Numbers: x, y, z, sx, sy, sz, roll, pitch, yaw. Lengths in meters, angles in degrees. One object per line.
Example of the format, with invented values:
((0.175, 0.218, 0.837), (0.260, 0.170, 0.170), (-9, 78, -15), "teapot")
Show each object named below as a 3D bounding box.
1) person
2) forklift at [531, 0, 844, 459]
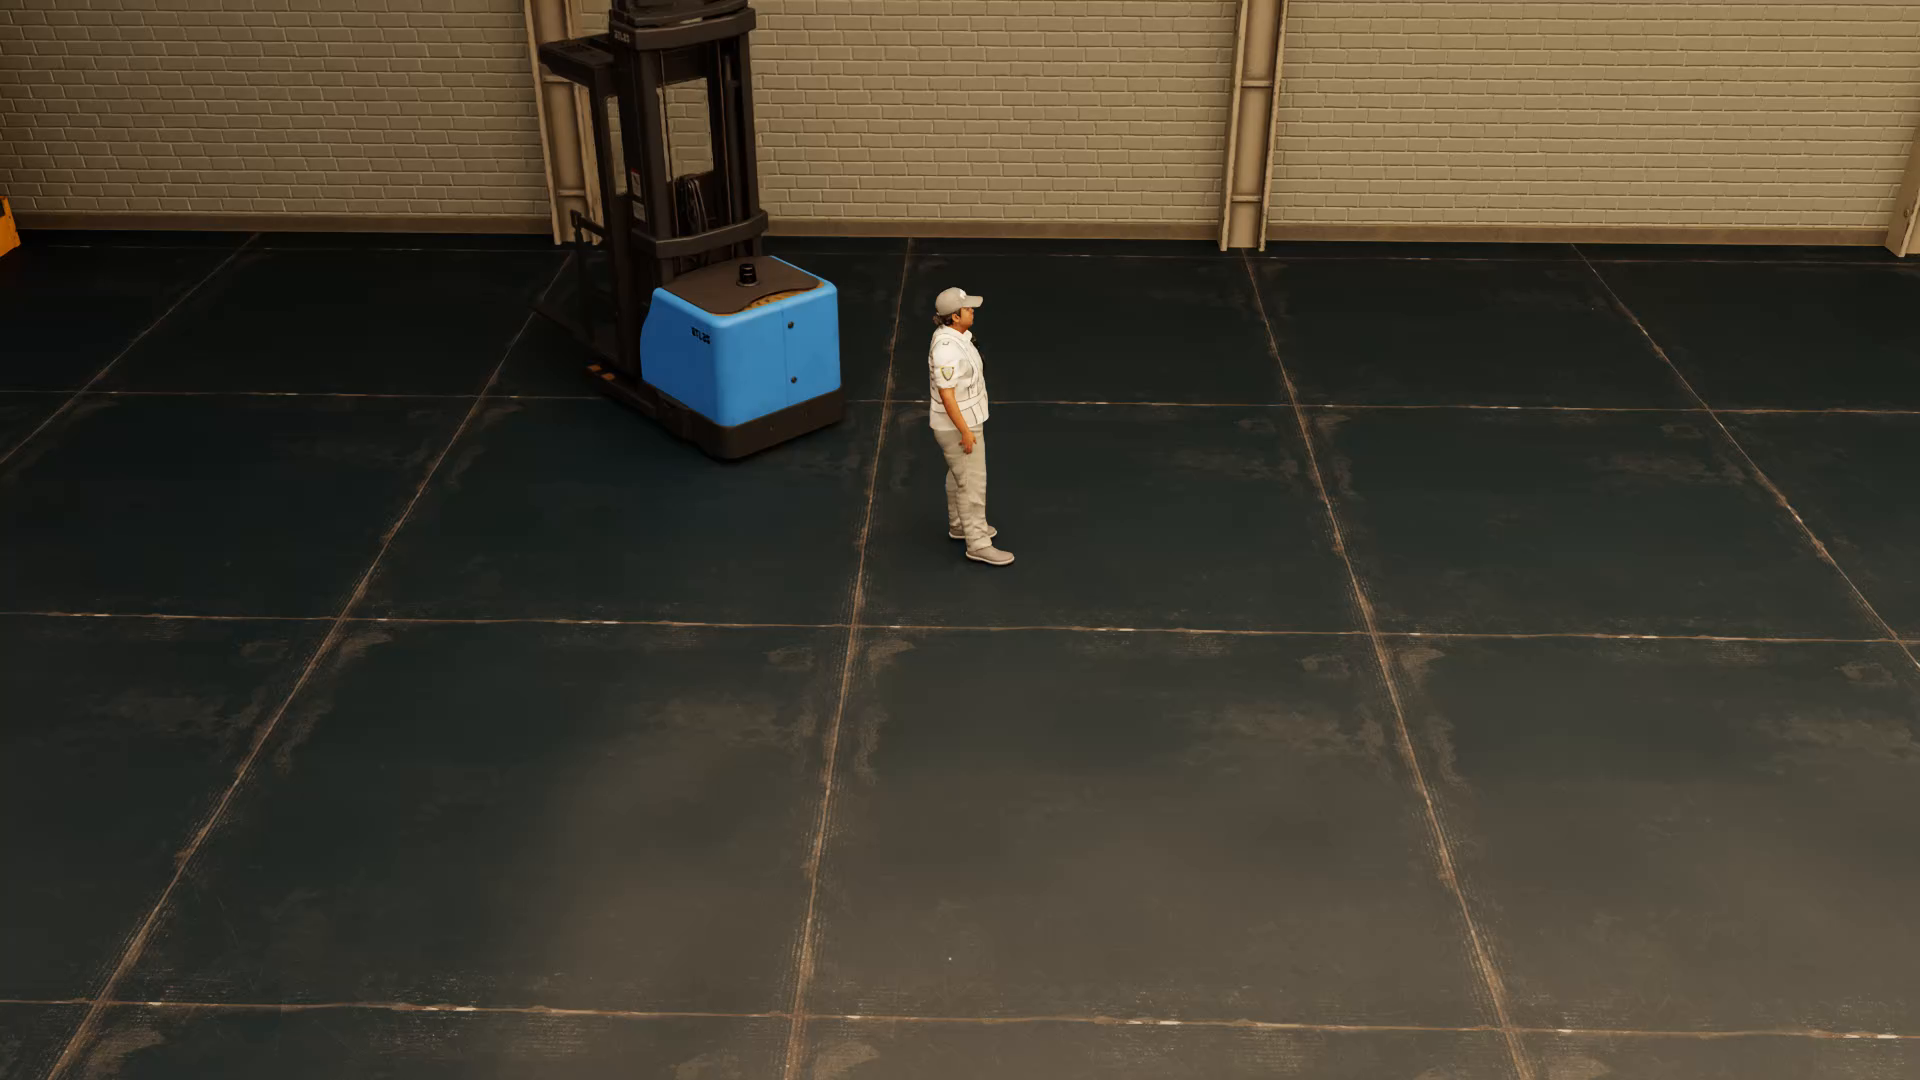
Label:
((0.076, -0.712, 10.052), (0.529, 1.670, 0.599), (1, 31, 1), "person")
((-2.173, -2.482, 11.823), (1.130, 2.935, 3.031), (-24, 38, -35), "forklift")
